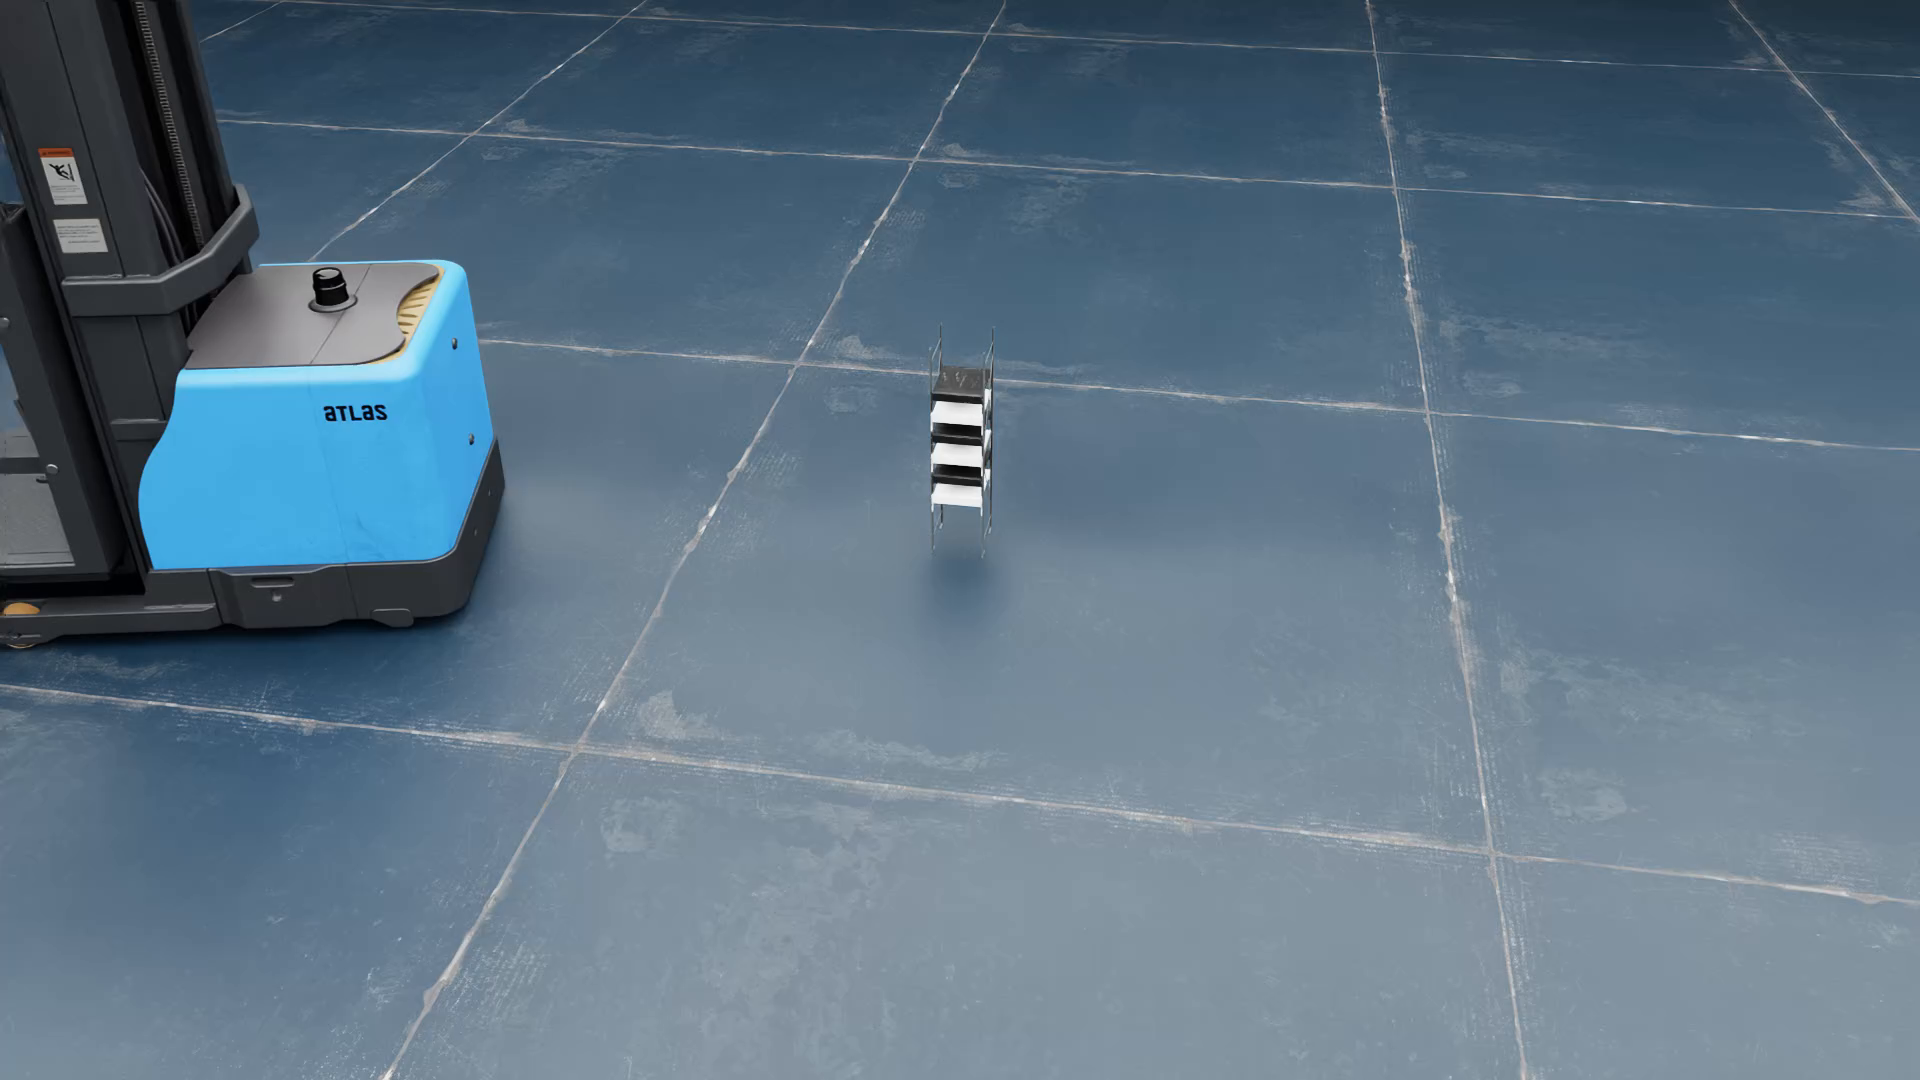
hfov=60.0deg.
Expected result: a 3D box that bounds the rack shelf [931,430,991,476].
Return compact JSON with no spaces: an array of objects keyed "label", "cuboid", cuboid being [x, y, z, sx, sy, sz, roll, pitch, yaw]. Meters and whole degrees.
[{"label":"rack shelf","cuboid":[0.008,-0.352,6.528,0.200,0.077,0.258,5,32,8]}]

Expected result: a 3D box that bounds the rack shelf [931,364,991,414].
[{"label":"rack shelf","cuboid":[0.008,-0.581,6.384,0.200,0.077,0.258,5,32,8]}]

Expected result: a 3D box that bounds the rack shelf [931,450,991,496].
[{"label":"rack shelf","cuboid":[0.008,-0.276,6.576,0.200,0.077,0.258,5,32,8]}]

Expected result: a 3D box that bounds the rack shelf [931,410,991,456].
[{"label":"rack shelf","cuboid":[0.008,-0.429,6.480,0.200,0.077,0.258,5,32,8]}]

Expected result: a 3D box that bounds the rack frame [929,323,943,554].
[{"label":"rack frame","cuboid":[-0.092,-0.390,6.525,0.006,0.900,0.240,5,32,8]}]

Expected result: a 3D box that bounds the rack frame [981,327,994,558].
[{"label":"rack frame","cuboid":[0.108,-0.372,6.496,0.006,0.900,0.240,5,32,8]}]

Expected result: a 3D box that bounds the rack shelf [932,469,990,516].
[{"label":"rack shelf","cuboid":[0.008,-0.200,6.623,0.200,0.077,0.258,5,32,8]}]

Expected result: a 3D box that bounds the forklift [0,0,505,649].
[{"label":"forklift","cuboid":[-3.390,-1.128,5.789,3.031,2.935,1.130,-2,32,-3]}]

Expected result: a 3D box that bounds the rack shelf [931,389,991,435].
[{"label":"rack shelf","cuboid":[0.008,-0.505,6.432,0.200,0.077,0.258,5,32,8]}]

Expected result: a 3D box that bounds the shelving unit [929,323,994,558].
[{"label":"shelving unit","cuboid":[0.008,-0.381,6.510,0.210,0.900,0.258,5,32,8]}]
